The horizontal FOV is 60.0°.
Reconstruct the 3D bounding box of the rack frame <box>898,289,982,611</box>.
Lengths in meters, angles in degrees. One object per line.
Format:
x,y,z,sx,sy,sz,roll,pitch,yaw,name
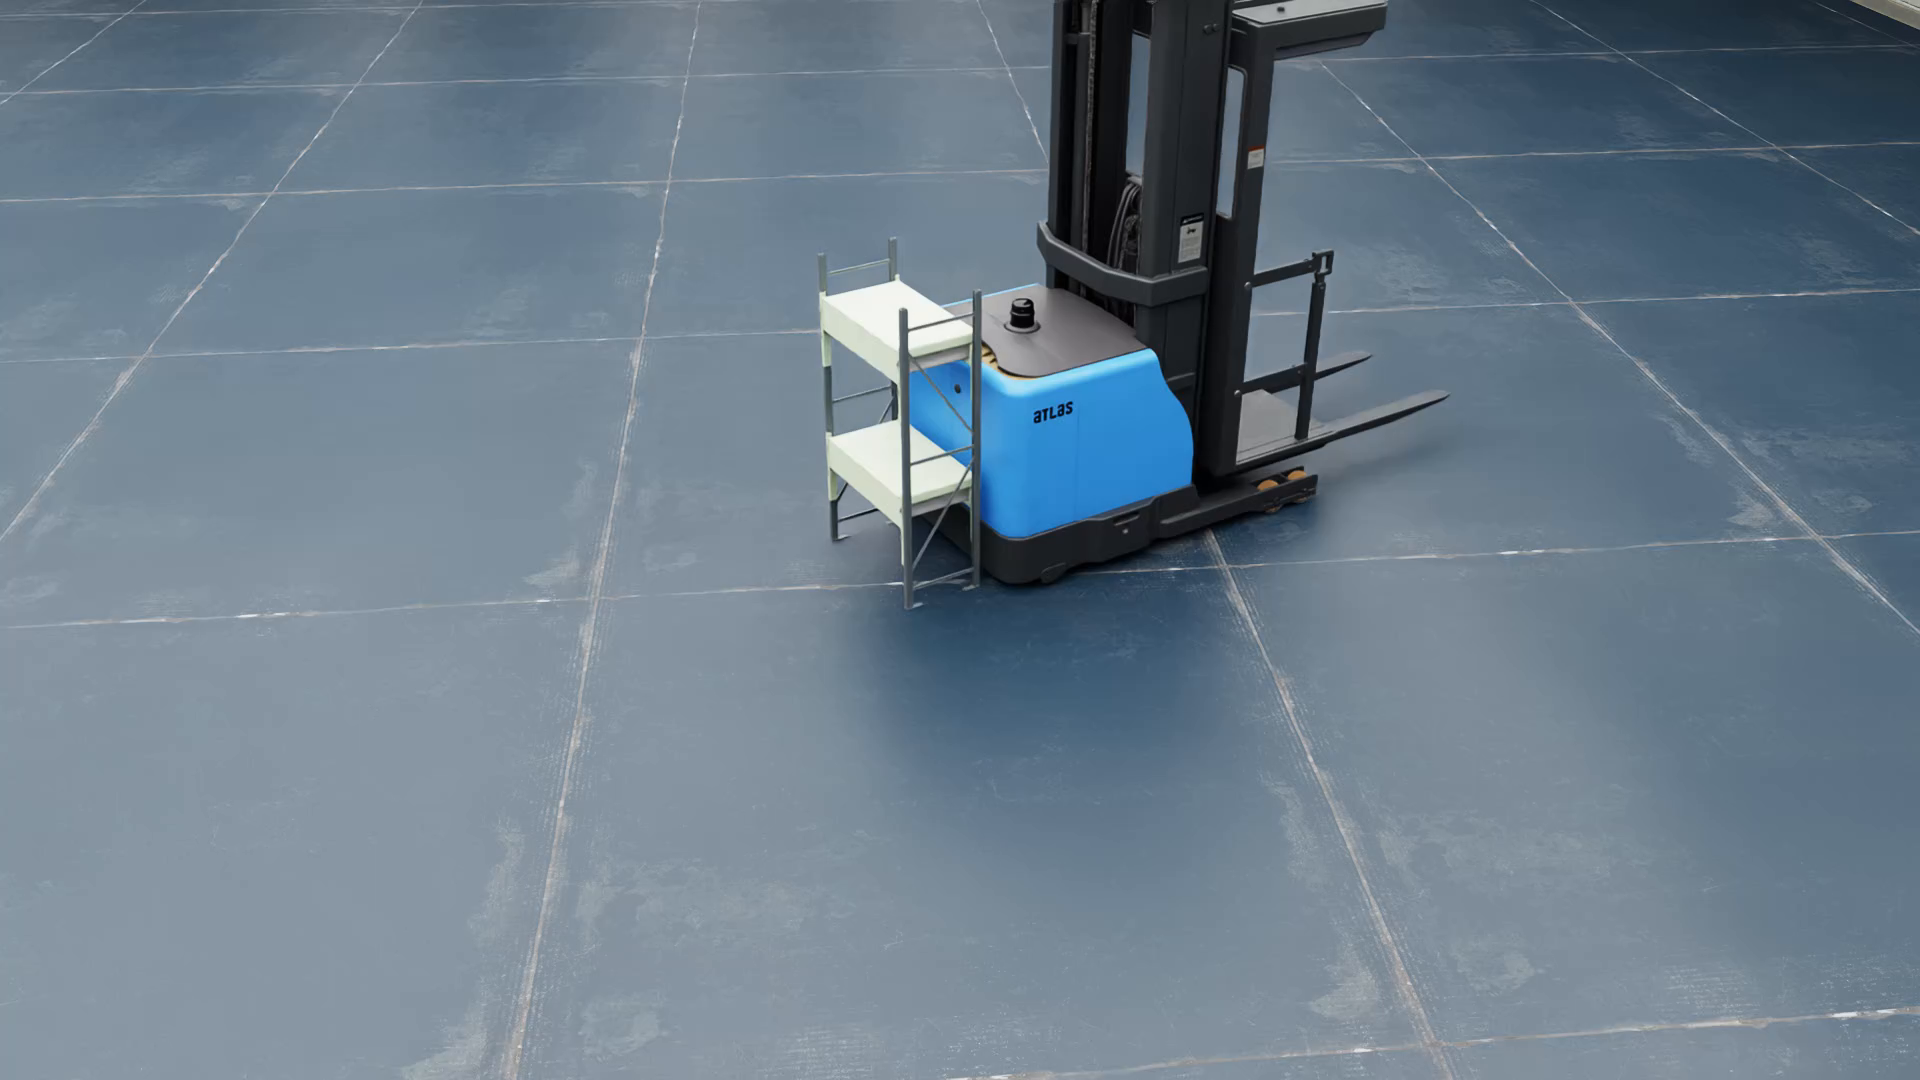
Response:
-0.082,-0.373,7.411,0.400,1.500,0.023,-18,35,-27,rack frame

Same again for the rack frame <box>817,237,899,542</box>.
-0.467,-0.692,7.946,0.400,1.500,0.023,-18,35,-27,rack frame

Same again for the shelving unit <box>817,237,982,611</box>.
-0.274,-0.532,7.678,0.431,1.500,0.755,-18,35,-27,shelving unit

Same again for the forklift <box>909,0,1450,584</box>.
1.240,-1.608,8.084,3.031,2.935,1.130,-18,35,-27,forklift

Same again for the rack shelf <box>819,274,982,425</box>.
-0.274,-0.867,7.478,0.431,0.370,0.720,-18,35,-27,rack shelf

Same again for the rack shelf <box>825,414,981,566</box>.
-0.274,-0.252,7.846,0.431,0.370,0.720,-18,35,-27,rack shelf
